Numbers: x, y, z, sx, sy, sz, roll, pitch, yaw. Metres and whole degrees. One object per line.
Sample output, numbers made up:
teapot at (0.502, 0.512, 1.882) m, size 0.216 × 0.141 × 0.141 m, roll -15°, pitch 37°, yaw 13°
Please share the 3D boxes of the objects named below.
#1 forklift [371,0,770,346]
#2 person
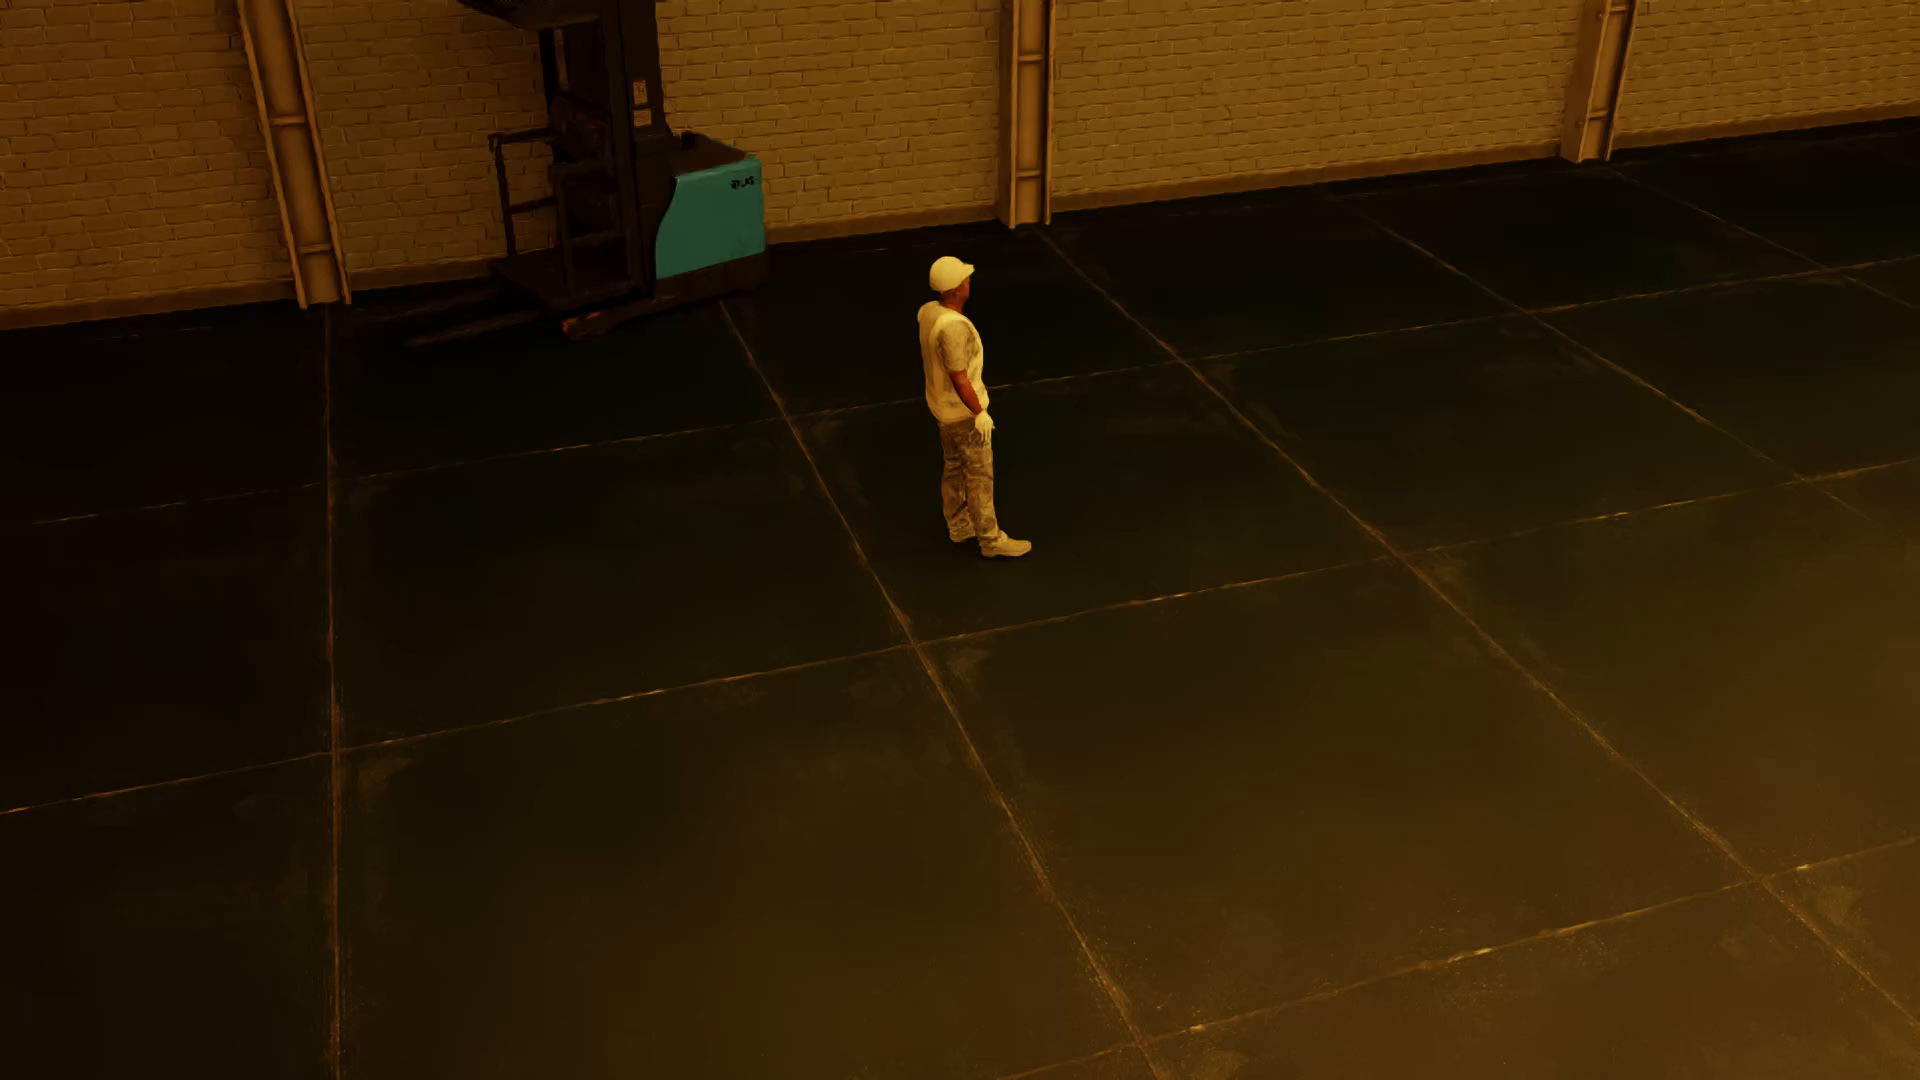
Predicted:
forklift at (-3.029, -3.085, 12.449) m, size 3.031 × 2.935 × 1.130 m, roll -22°, pitch 36°, yaw -33°
person at (0.071, -0.786, 9.591) m, size 0.576 × 1.782 × 0.655 m, roll -10°, pitch 31°, yaw -16°
